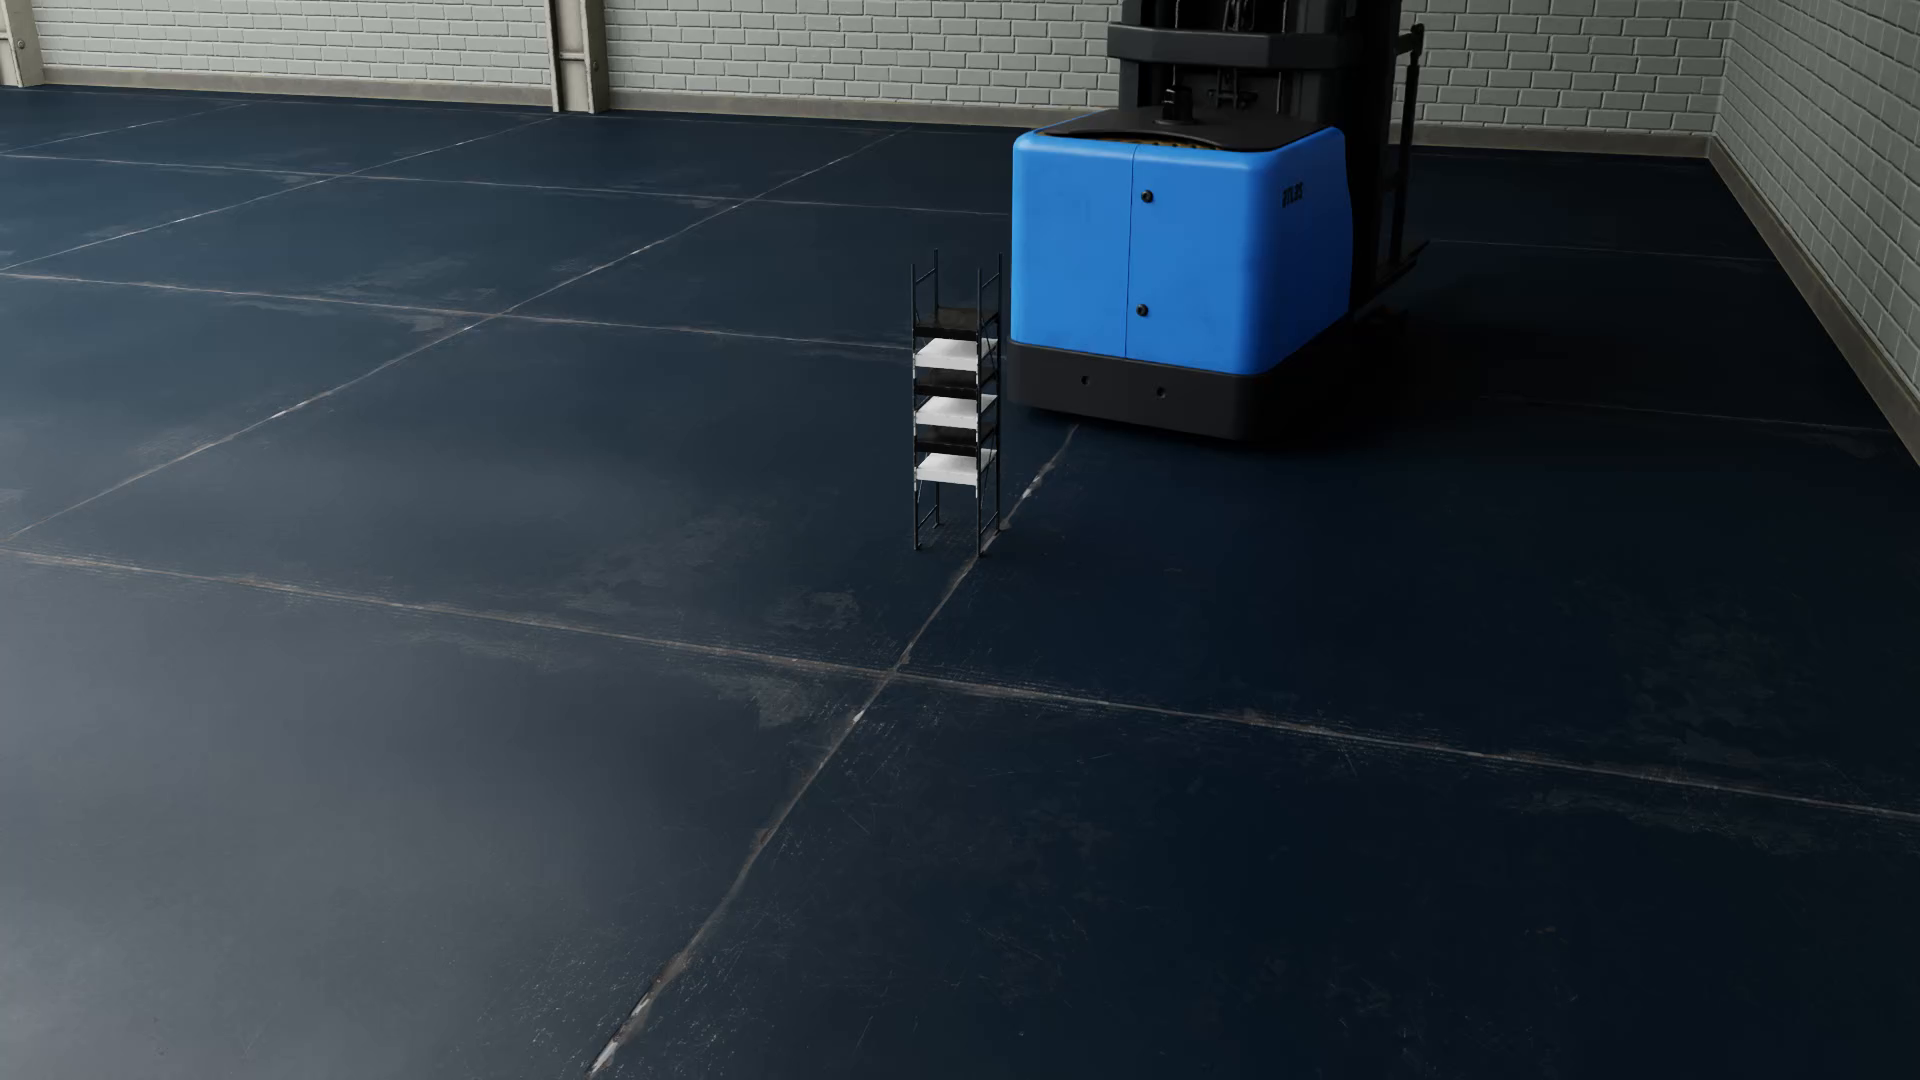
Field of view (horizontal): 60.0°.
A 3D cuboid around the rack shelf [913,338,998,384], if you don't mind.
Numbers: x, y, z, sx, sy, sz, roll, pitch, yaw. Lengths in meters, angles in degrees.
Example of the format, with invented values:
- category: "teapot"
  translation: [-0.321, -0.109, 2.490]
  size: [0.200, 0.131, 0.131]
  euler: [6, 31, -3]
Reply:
- category: "rack shelf"
  translation: [-0.008, -0.553, 5.046]
  size: [0.200, 0.077, 0.258]
  euler: [7, 23, 16]

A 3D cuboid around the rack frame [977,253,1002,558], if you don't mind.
- category: "rack frame"
  translation: [0.090, -0.406, 5.074]
  size: [0.006, 0.900, 0.240]
  euler: [7, 23, 16]

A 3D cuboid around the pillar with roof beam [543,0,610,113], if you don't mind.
- category: "pillar with roof beam"
  translation: [-4.482, -6.288, 8.743]
  size: [0.400, 9.000, 9.100]
  euler: [7, 23, 16]

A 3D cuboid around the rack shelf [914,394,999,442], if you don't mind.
- category: "rack shelf"
  translation: [-0.008, -0.386, 5.114]
  size: [0.200, 0.077, 0.258]
  euler: [7, 23, 16]

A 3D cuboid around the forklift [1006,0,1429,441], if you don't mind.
- category: "forklift"
  translation: [1.332, -2.228, 6.839]
  size: [1.130, 2.935, 3.031]
  euler: [12, 25, 27]

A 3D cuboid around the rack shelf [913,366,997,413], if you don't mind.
- category: "rack shelf"
  translation: [-0.008, -0.470, 5.080]
  size: [0.200, 0.077, 0.258]
  euler: [7, 23, 16]

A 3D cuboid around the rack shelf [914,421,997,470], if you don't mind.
- category: "rack shelf"
  translation: [-0.008, -0.303, 5.148]
  size: [0.200, 0.077, 0.258]
  euler: [7, 23, 16]

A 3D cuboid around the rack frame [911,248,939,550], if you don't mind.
- category: "rack frame"
  translation: [-0.105, -0.428, 5.129]
  size: [0.006, 0.900, 0.240]
  euler: [7, 23, 16]

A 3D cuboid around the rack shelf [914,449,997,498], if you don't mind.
- category: "rack shelf"
  translation: [-0.008, -0.220, 5.182]
  size: [0.200, 0.077, 0.258]
  euler: [7, 23, 16]

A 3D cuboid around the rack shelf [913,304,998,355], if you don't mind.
- category: "rack shelf"
  translation: [-0.008, -0.636, 5.012]
  size: [0.200, 0.077, 0.258]
  euler: [7, 23, 16]

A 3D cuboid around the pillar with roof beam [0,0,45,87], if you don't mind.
- category: "pillar with roof beam"
  translation: [-10.226, -6.946, 10.346]
  size: [0.400, 9.000, 9.100]
  euler: [7, 23, 16]

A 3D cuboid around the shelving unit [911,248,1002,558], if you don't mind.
- category: "shelving unit"
  translation: [-0.008, -0.417, 5.101]
  size: [0.210, 0.900, 0.258]
  euler: [7, 23, 16]
